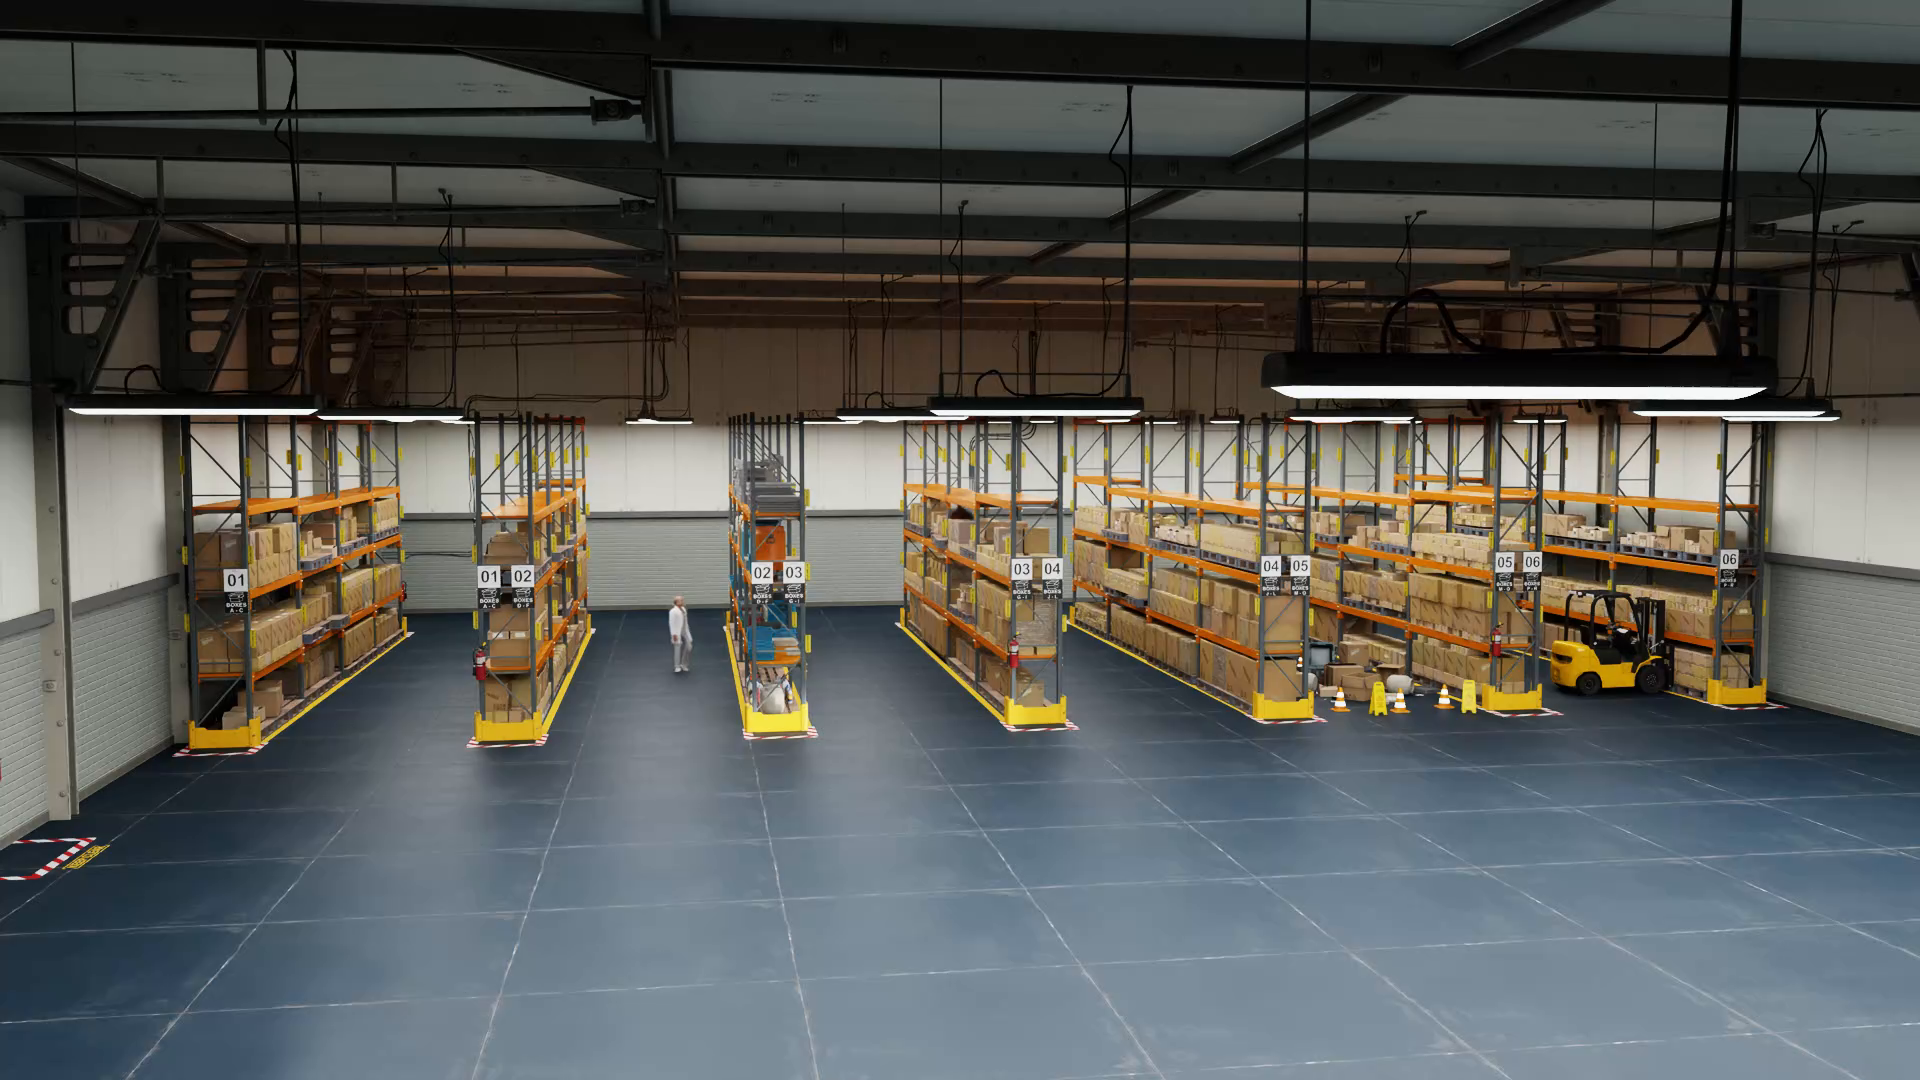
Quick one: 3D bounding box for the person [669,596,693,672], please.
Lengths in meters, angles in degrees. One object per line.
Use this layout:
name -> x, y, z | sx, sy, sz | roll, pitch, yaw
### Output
person -> -6.543, 2.244, 38.928 | 0.625, 1.871, 0.471 | -3, 5, -39
